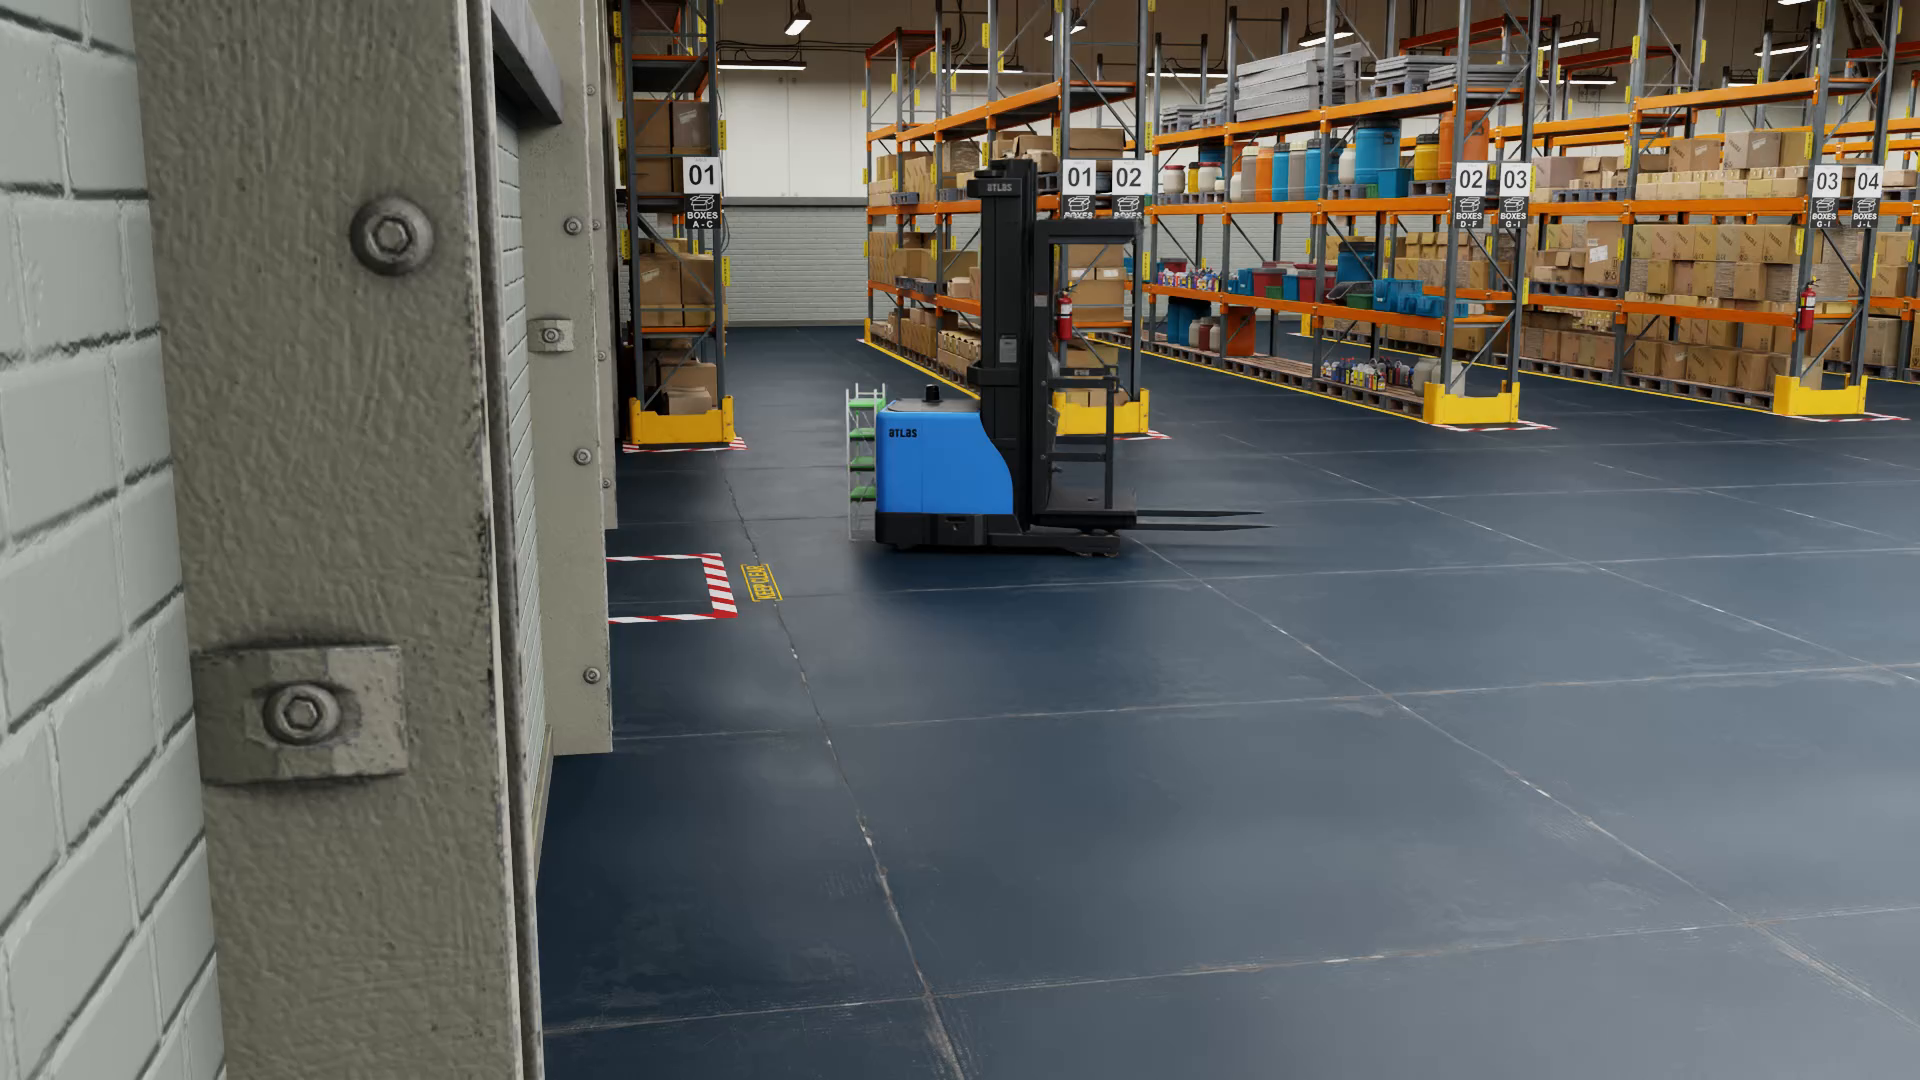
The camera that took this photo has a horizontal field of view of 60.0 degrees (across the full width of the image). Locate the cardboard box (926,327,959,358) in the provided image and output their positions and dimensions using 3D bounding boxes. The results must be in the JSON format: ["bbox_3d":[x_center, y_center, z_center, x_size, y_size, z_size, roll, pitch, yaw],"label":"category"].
[{"bbox_3d":[-0.302,-3.400,28.546,0.500,0.500,0.500,-2,11,-9],"label":"cardboard box"}]

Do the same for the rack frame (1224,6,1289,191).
[{"bbox_3d":[4.969,-7.375,27.879,1.000,3.000,0.127,-2,11,-11],"label":"rack frame"}]

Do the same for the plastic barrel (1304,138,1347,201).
[{"bbox_3d":[5.436,-5.500,24.707,0.600,0.901,0.708,-2,11,-11],"label":"plastic barrel"}]

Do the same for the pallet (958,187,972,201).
[{"bbox_3d":[0.550,-5.303,25.520,1.003,0.211,1.213,-2,11,-8],"label":"pallet"}]

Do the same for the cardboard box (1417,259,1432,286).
[{"bbox_3d":[9.090,-5.114,31.774,0.500,0.500,0.500,-2,11,-12],"label":"cardboard box"}]

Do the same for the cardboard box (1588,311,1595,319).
[{"bbox_3d":[13.466,-4.749,35.033,0.380,0.149,0.250,-2,11,-12],"label":"cardboard box"}]

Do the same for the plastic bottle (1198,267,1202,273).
[{"bbox_3d":[4.550,-4.976,31.448,0.144,0.351,0.185,-2,11,-11],"label":"plastic bottle"}]

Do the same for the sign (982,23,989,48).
[{"bbox_3d":[0.358,-6.938,22.872,0.100,0.325,0.005,-2,11,-11],"label":"sign"}]

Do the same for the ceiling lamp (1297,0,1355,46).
[{"bbox_3d":[7.099,-10.925,30.918,0.800,3.185,2.000,-2,11,-11],"label":"ceiling lamp"}]

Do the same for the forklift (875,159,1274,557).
[{"bbox_3d":[0.897,-1.415,12.790,3.031,2.935,1.130,1,11,5],"label":"forklift"}]

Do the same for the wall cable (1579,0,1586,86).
[{"bbox_3d":[15.092,-13.306,42.996,2.355,3.000,0.029,-2,11,-11],"label":"wall cable"}]

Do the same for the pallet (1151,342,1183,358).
[{"bbox_3d":[4.301,-3.649,31.804,1.003,0.211,1.213,-2,11,-11],"label":"pallet"}]

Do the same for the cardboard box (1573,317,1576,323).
[{"bbox_3d":[13.374,-4.745,35.811,0.380,0.149,0.250,-3,11,-14],"label":"cardboard box"}]

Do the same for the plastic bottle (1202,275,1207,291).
[{"bbox_3d":[4.347,-4.559,29.473,0.097,0.271,0.097,0,11,0],"label":"plastic bottle"}]

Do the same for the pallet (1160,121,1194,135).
[{"bbox_3d":[4.383,-7.669,30.997,1.003,0.211,1.213,-2,11,-11],"label":"pallet"}]

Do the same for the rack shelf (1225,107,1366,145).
[{"bbox_3d":[5.358,-6.459,26.056,1.077,0.370,4.000,-2,11,-11],"label":"rack shelf"}]

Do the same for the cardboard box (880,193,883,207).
[{"bbox_3d":[-1.309,-6.737,32.950,0.500,0.250,0.500,-2,11,-11],"label":"cardboard box"}]

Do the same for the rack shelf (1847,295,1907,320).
[{"bbox_3d":[15.102,-4.050,28.377,1.077,0.370,4.000,-2,11,-11],"label":"rack shelf"}]

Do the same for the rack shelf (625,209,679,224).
[{"bbox_3d":[-5.915,-6.289,32.116,1.077,0.370,4.000,-2,11,-11],"label":"rack shelf"}]

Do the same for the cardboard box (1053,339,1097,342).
[{"bbox_3d":[1.491,-2.387,21.941,0.500,0.500,0.500,-2,11,-11],"label":"cardboard box"}]

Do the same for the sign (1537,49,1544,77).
[{"bbox_3d":[7.066,-5.825,20.291,0.100,0.325,0.005,-2,11,-11],"label":"sign"}]

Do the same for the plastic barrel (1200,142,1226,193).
[{"bbox_3d":[4.673,-6.781,30.312,0.600,0.901,0.708,-2,11,-11],"label":"plastic barrel"}]

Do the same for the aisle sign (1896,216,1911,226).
[{"bbox_3d":[22.559,-7.896,39.707,0.394,0.787,0.004,-2,11,-11],"label":"aisle sign"}]

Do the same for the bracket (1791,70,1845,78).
[{"bbox_3d":[22.248,-12.436,44.838,0.076,0.066,5.218,-2,11,-11],"label":"bracket"}]

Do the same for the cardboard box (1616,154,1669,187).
[{"bbox_3d":[10.612,-5.695,25.674,0.797,0.503,0.637,-3,11,-14],"label":"cardboard box"}]

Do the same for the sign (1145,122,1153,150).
[{"bbox_3d":[2.211,-4.742,19.519,0.100,0.325,0.005,-2,11,-11],"label":"sign"}]

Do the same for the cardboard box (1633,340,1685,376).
[{"bbox_3d":[10.644,-2.778,25.333,0.500,0.500,0.500,-2,11,-13],"label":"cardboard box"}]

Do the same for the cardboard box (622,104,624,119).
[{"bbox_3d":[-3.650,-4.794,19.342,0.500,0.500,0.500,-1,11,-7],"label":"cardboard box"}]

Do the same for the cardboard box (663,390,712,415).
[{"bbox_3d":[-3.239,-1.626,19.732,0.500,0.311,0.500,-3,11,-17],"label":"cardboard box"}]

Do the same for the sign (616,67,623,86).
[{"bbox_3d":[-6.076,-8.270,29.656,0.100,0.325,0.005,-2,11,-11],"label":"sign"}]

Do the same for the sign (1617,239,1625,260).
[{"bbox_3d":[10.062,-4.423,25.314,0.100,0.325,0.005,-2,11,-11],"label":"sign"}]

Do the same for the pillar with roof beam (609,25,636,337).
[{"bbox_3d":[-3.455,-9.103,36.954,9.100,9.000,0.548,-2,11,-11],"label":"pillar with roof beam"}]

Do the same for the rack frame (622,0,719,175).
[{"bbox_3d":[-3.192,-5.548,18.277,1.000,3.000,0.127,-2,11,-11],"label":"rack frame"}]

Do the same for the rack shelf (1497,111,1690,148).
[{"bbox_3d":[10.217,-6.639,27.003,1.077,0.370,4.000,-2,11,-11],"label":"rack shelf"}]

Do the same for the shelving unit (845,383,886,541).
[{"bbox_3d":[-0.743,-0.630,13.293,0.258,1.200,0.503,1,11,5],"label":"shelving unit"}]

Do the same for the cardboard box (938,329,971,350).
[{"bbox_3d":[-0.076,-3.273,27.102,0.500,0.311,0.500,-2,11,-9],"label":"cardboard box"}]

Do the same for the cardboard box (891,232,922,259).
[{"bbox_3d":[-1.020,-5.606,31.687,0.500,0.500,0.500,-2,11,-11],"label":"cardboard box"}]

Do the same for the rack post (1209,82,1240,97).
[{"bbox_3d":[4.722,-7.768,28.563,0.624,0.289,0.986,-2,11,-11],"label":"rack post"}]

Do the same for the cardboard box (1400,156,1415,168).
[{"bbox_3d":[8.873,-7.661,33.740,0.500,0.250,0.500,-3,11,-15],"label":"cardboard box"}]

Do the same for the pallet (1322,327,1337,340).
[{"bbox_3d":[8.504,-4.562,36.600,1.003,0.211,1.213,-2,11,-11],"label":"pallet"}]

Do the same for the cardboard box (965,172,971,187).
[{"bbox_3d":[0.373,-5.678,26.263,0.500,0.250,0.500,-2,11,-9],"label":"cardboard box"}]

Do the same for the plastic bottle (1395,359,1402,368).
[{"bbox_3d":[6.256,-2.407,23.730,0.144,0.351,0.185,-2,11,-11],"label":"plastic bottle"}]

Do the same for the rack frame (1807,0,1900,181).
[{"bbox_3d":[11.384,-6.088,21.117,1.000,3.000,0.127,-2,11,-11],"label":"rack frame"}]

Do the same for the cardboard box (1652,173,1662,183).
[{"bbox_3d":[10.485,-5.353,24.613,0.380,0.149,0.250,-3,11,-14],"label":"cardboard box"}]

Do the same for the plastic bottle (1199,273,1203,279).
[{"bbox_3d":[4.355,-4.678,30.066,0.061,0.283,0.133,-2,11,-11],"label":"plastic bottle"}]

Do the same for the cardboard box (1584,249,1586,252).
[{"bbox_3d":[13.464,-5.873,34.967,0.500,0.500,0.500,-2,11,-13],"label":"cardboard box"}]

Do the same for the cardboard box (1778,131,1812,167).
[{"bbox_3d":[11.360,-5.338,22.795,0.500,0.500,0.500,-2,11,-11],"label":"cardboard box"}]

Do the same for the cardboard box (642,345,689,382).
[{"bbox_3d":[-4.280,-2.550,24.080,0.700,0.500,0.500,-2,11,-12],"label":"cardboard box"}]

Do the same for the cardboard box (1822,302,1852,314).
[{"bbox_3d":[11.562,-3.079,22.021,0.380,0.149,0.250,-2,11,-11],"label":"cardboard box"}]

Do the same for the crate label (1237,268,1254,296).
[{"bbox_3d":[4.897,-4.254,27.428,0.502,0.435,0.616,-2,11,-11],"label":"crate label"}]

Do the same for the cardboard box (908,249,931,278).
[{"bbox_3d":[-0.599,-5.019,30.153,0.700,0.500,0.500,0,11,-2],"label":"cardboard box"}]

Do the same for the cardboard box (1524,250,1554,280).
[{"bbox_3d":[9.972,-4.766,28.825,0.500,0.500,0.500,-4,11,-18],"label":"cardboard box"}]

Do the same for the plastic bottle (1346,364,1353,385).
[{"bbox_3d":[5.525,-2.347,23.592,0.061,0.283,0.133,-2,11,-8],"label":"plastic bottle"}]
